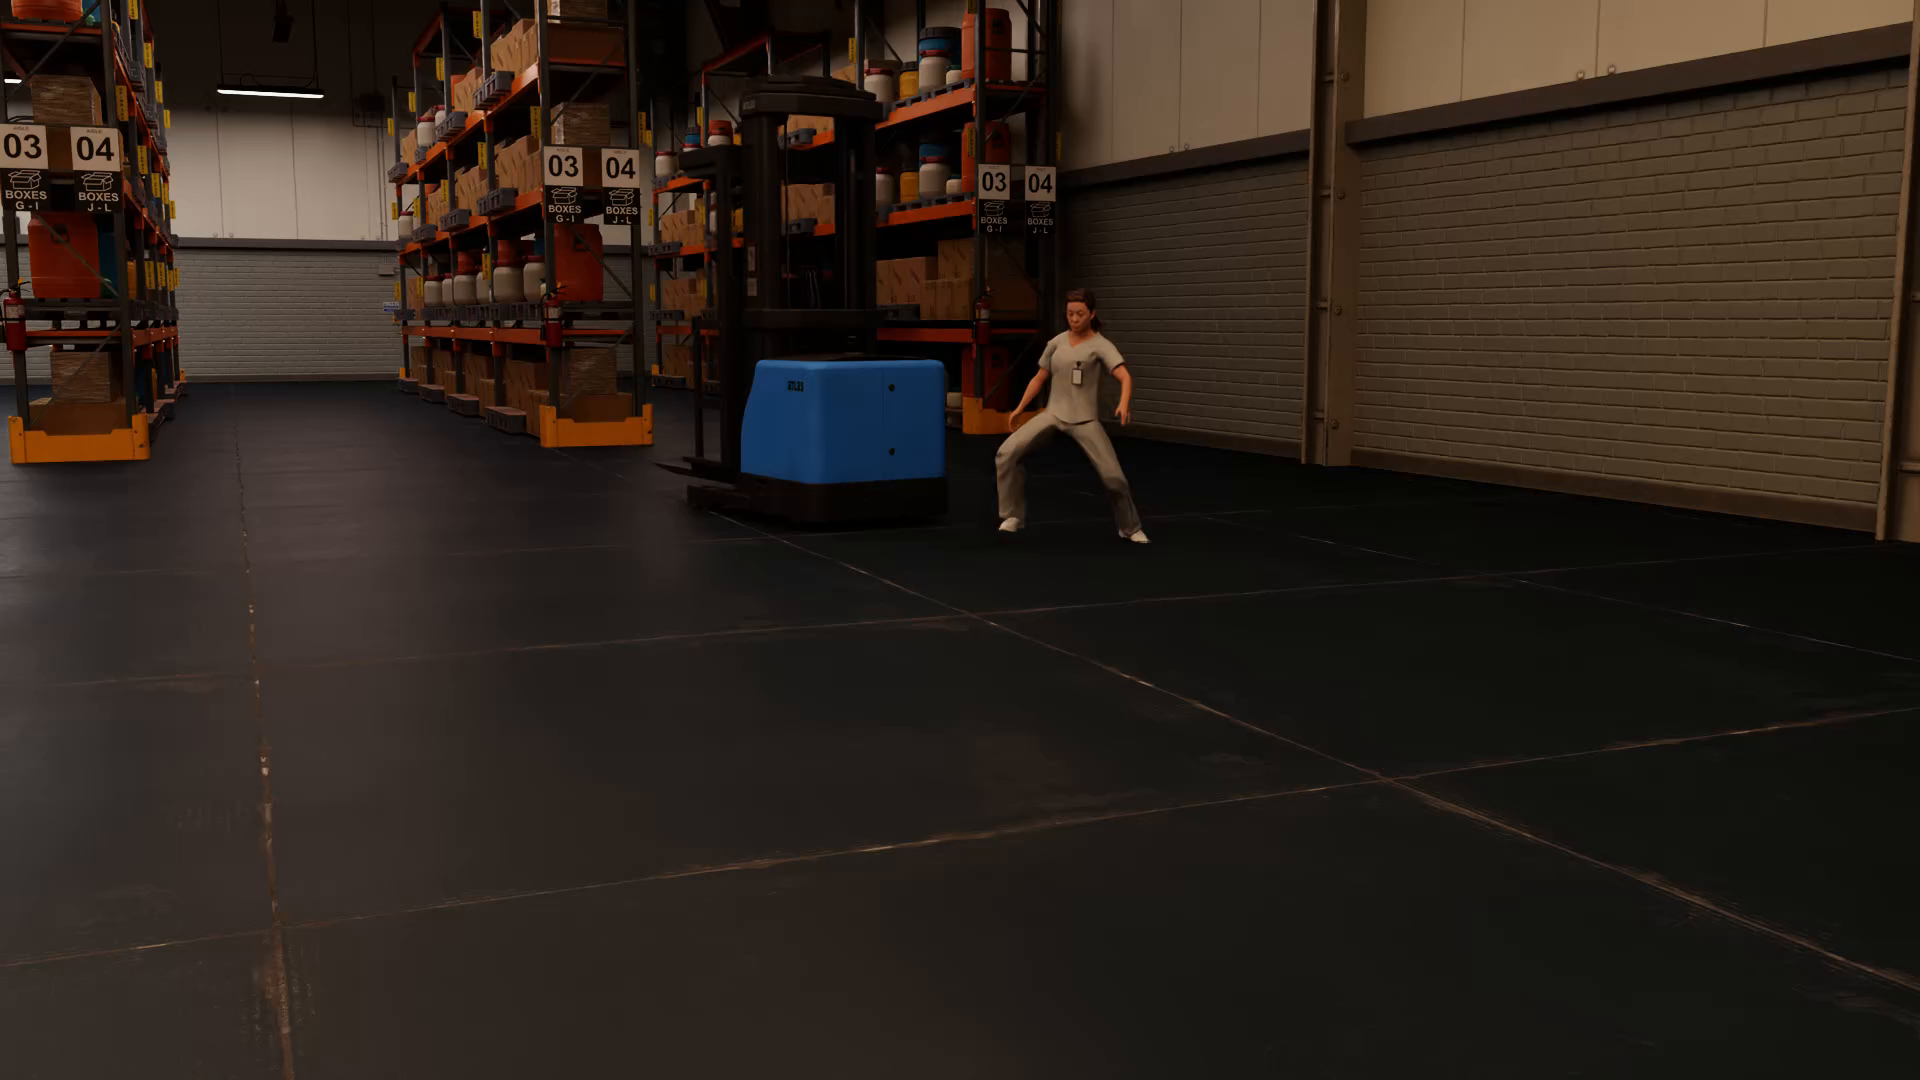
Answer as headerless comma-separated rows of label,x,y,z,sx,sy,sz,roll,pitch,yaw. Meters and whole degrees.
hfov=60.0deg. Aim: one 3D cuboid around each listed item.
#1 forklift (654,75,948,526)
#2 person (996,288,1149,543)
forklift,-1.299,-1.691,11.768,1.130,2.935,3.031,-5,9,-32
person,0.709,-0.733,9.996,0.870,1.551,0.700,5,9,31
